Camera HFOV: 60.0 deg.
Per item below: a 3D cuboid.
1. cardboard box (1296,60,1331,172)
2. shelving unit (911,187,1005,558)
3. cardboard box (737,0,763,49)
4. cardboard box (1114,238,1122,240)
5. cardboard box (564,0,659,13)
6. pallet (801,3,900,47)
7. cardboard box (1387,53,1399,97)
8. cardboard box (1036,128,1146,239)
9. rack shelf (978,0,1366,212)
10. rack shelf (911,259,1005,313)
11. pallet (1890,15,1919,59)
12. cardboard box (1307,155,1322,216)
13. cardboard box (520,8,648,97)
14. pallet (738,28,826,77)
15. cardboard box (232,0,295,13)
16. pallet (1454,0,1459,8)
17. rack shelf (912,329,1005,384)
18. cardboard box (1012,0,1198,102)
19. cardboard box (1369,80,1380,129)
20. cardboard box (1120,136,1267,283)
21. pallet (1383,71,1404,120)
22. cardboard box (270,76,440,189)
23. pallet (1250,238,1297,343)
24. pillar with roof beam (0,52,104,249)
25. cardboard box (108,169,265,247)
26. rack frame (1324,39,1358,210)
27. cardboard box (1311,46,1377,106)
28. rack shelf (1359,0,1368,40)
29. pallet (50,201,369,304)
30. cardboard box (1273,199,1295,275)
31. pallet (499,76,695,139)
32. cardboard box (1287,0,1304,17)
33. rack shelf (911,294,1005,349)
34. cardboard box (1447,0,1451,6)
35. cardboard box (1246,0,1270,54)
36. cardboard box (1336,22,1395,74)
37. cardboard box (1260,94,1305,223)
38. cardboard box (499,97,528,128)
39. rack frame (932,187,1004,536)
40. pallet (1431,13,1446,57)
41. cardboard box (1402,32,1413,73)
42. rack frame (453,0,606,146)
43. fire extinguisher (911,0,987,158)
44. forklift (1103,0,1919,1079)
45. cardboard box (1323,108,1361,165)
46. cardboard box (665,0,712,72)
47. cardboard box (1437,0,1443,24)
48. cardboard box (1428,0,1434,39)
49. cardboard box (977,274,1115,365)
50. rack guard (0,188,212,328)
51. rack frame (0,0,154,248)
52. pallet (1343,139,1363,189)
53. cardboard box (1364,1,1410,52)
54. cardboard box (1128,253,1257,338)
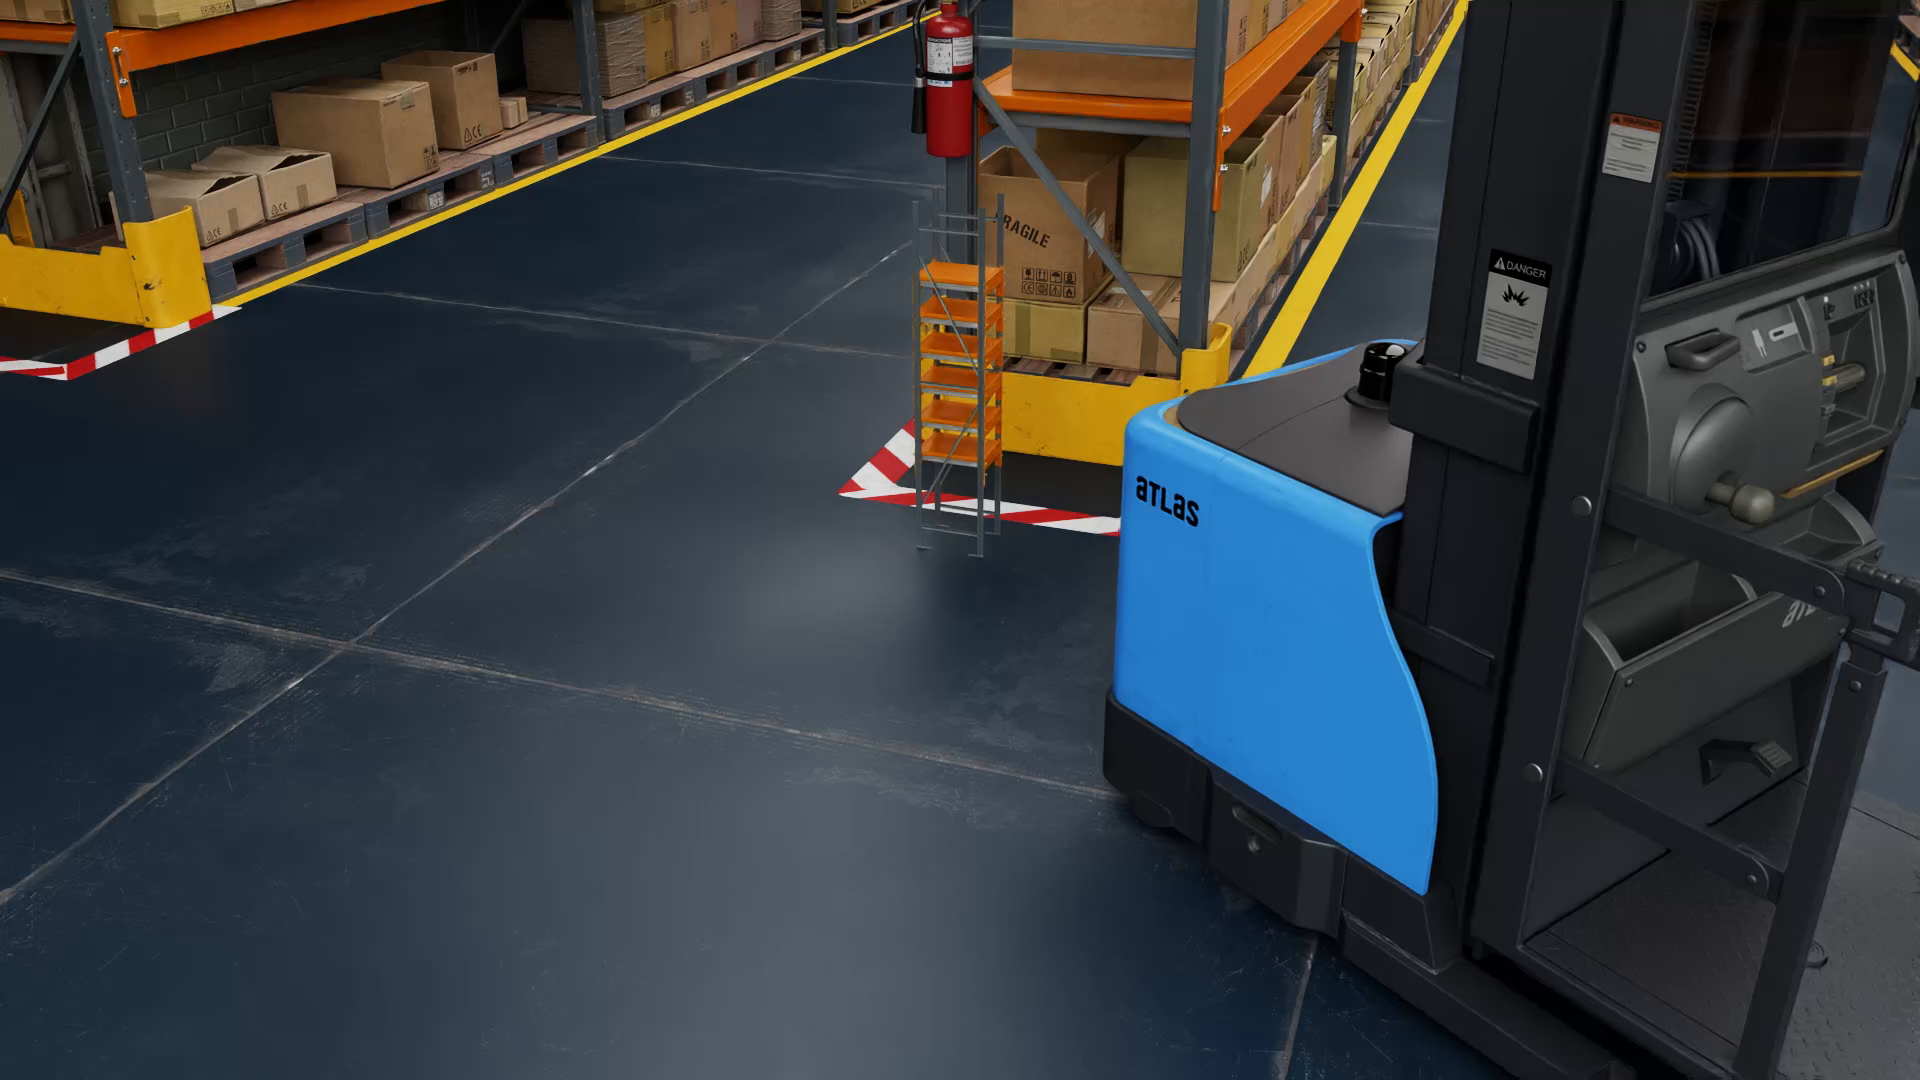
[{"bbox_3d":[1.644,-2.248,8.764,0.500,0.500,0.500,9,27,17],"label":"cardboard box"},{"bbox_3d":[-0.005,-0.534,5.476,0.258,1.200,0.189,9,27,17],"label":"shelving unit"},{"bbox_3d":[-2.044,-4.320,13.595,0.700,0.500,0.500,9,27,17],"label":"cardboard box"},{"bbox_3d":[0.658,-1.369,7.808,0.500,0.250,0.500,9,27,17],"label":"cardboard box"},{"bbox_3d":[-2.531,-3.999,12.070,0.500,0.250,0.500,8,27,16],"label":"cardboard box"},{"bbox_3d":[-1.239,-4.804,15.429,1.003,0.211,1.213,9,27,17],"label":"pallet"},{"bbox_3d":[2.817,-3.310,11.818,0.500,0.250,0.500,9,27,19],"label":"cardboard box"},{"bbox_3d":[0.655,-1.707,7.646,0.500,0.500,0.500,9,27,17],"label":"cardboard box"},{"bbox_3d":[1.104,-2.239,7.759,1.077,0.370,4.000,9,27,17],"label":"rack shelf"},{"bbox_3d":[-0.005,-0.818,5.339,0.258,0.103,0.180,9,27,17],"label":"rack shelf"},{"bbox_3d":[8.805,-4.387,14.568,1.003,0.211,1.213,9,27,17],"label":"pallet"},{"bbox_3d":[1.645,-1.910,8.926,0.500,0.250,0.500,9,27,17],"label":"cardboard box"},{"bbox_3d":[-2.674,-3.480,11.858,0.700,0.500,0.500,10,27,19],"label":"cardboard box"},{"bbox_3d":[-1.834,-4.170,14.120,1.003,0.211,1.213,9,27,17],"label":"pallet"},{"bbox_3d":[-3.613,-2.770,8.177,0.500,0.250,0.500,8,27,16],"label":"cardboard box"},{"bbox_3d":[4.661,-5.700,17.280,1.003,0.211,1.213,9,27,17],"label":"pallet"},{"bbox_3d":[-0.005,-0.602,5.443,0.258,0.103,0.180,9,27,17],"label":"rack shelf"},{"bbox_3d":[0.605,-1.976,6.275,0.700,0.500,0.500,9,27,17],"label":"cardboard box"},{"bbox_3d":[2.478,-2.889,10.949,0.500,0.250,0.500,8,27,16],"label":"cardboard box"},{"bbox_3d":[0.991,-1.424,7.062,0.500,0.500,0.500,9,27,17],"label":"cardboard box"},{"bbox_3d":[2.789,-3.441,12.615,1.003,0.211,1.213,9,27,17],"label":"pallet"},{"bbox_3d":[-3.438,-2.331,9.485,0.700,0.500,0.500,7,27,14],"label":"cardboard box"},{"bbox_3d":[1.061,-1.306,8.206,1.003,0.211,1.213,9,27,17],"label":"pallet"},{"bbox_3d":[-0.758,-4.947,5.641,9.100,9.000,0.400,9,27,17],"label":"pillar with roof beam"},{"bbox_3d":[-3.919,-1.717,8.435,0.500,0.311,0.500,6,26,12],"label":"cardboard box"},{"bbox_3d":[1.769,-3.385,9.299,1.000,3.000,0.127,9,27,17],"label":"rack frame"},{"bbox_3d":[2.313,-2.928,10.384,0.500,0.311,0.500,8,27,17],"label":"cardboard box"},{"bbox_3d":[2.435,-3.883,11.154,1.077,0.370,4.000,9,27,17],"label":"rack shelf"},{"bbox_3d":[-3.906,-1.563,8.736,1.003,0.211,1.213,9,27,17],"label":"pallet"},{"bbox_3d":[1.327,-1.497,8.073,0.500,0.250,0.500,9,27,17],"label":"cardboard box"},{"bbox_3d":[-2.646,-3.167,12.049,1.003,0.211,1.213,9,27,17],"label":"pallet"},{"bbox_3d":[1.287,-2.823,8.025,0.700,0.500,0.500,9,27,18],"label":"cardboard box"},{"bbox_3d":[-0.005,-0.710,5.391,0.258,0.103,0.180,9,27,17],"label":"rack shelf"},{"bbox_3d":[4.365,-5.299,15.616,0.500,0.500,0.500,9,27,18],"label":"cardboard box"},{"bbox_3d":[0.946,-2.396,7.142,0.700,0.500,0.500,9,27,18],"label":"cardboard box"},{"bbox_3d":[2.652,-3.355,11.266,0.500,0.311,0.500,10,27,19],"label":"cardboard box"},{"bbox_3d":[1.328,-1.834,7.909,0.500,0.500,0.500,9,27,17],"label":"cardboard box"},{"bbox_3d":[-3.053,-2.800,10.838,0.380,0.166,0.250,5,26,11],"label":"cardboard box"},{"bbox_3d":[0.026,-0.572,5.554,0.240,1.200,0.006,9,27,17],"label":"rack frame"},{"bbox_3d":[3.792,-4.575,14.956,1.003,0.211,1.213,9,27,17],"label":"pallet"},{"bbox_3d":[3.155,-3.729,12.682,0.500,0.250,0.500,9,27,19],"label":"cardboard box"},{"bbox_3d":[-2.903,-4.102,10.780,1.000,3.000,0.127,9,27,17],"label":"rack frame"},{"bbox_3d":[-0.039,-1.725,5.960,0.296,0.674,0.183,9,27,17],"label":"fire extinguisher"},{"bbox_3d":[1.651,-0.264,2.932,1.130,2.935,3.031,-18,31,-32],"label":"forklift"},{"bbox_3d":[2.137,-2.466,10.075,0.500,0.250,0.500,8,27,16],"label":"cardboard box"},{"bbox_3d":[-2.342,-3.903,12.733,0.700,0.500,0.500,9,27,18],"label":"cardboard box"},{"bbox_3d":[4.031,-4.884,14.759,0.500,0.500,0.500,8,27,16],"label":"cardboard box"},{"bbox_3d":[3.690,-4.463,13.890,0.500,0.500,0.500,8,27,16],"label":"cardboard box"},{"bbox_3d":[0.338,-0.956,6.956,0.500,0.250,0.500,9,27,17],"label":"cardboard box"},{"bbox_3d":[-4.209,-1.364,7.994,1.175,0.500,0.348,9,27,17],"label":"rack guard"},{"bbox_3d":[-4.235,-2.458,7.385,1.000,3.000,0.127,9,27,17],"label":"rack frame"},{"bbox_3d":[1.978,-2.438,10.544,1.003,0.211,1.213,9,27,17],"label":"pallet"},{"bbox_3d":[2.991,-3.767,12.118,0.500,0.311,0.500,8,27,17],"label":"cardboard box"},{"bbox_3d":[0.989,-1.087,7.226,0.500,0.250,0.500,9,27,17],"label":"cardboard box"}]
